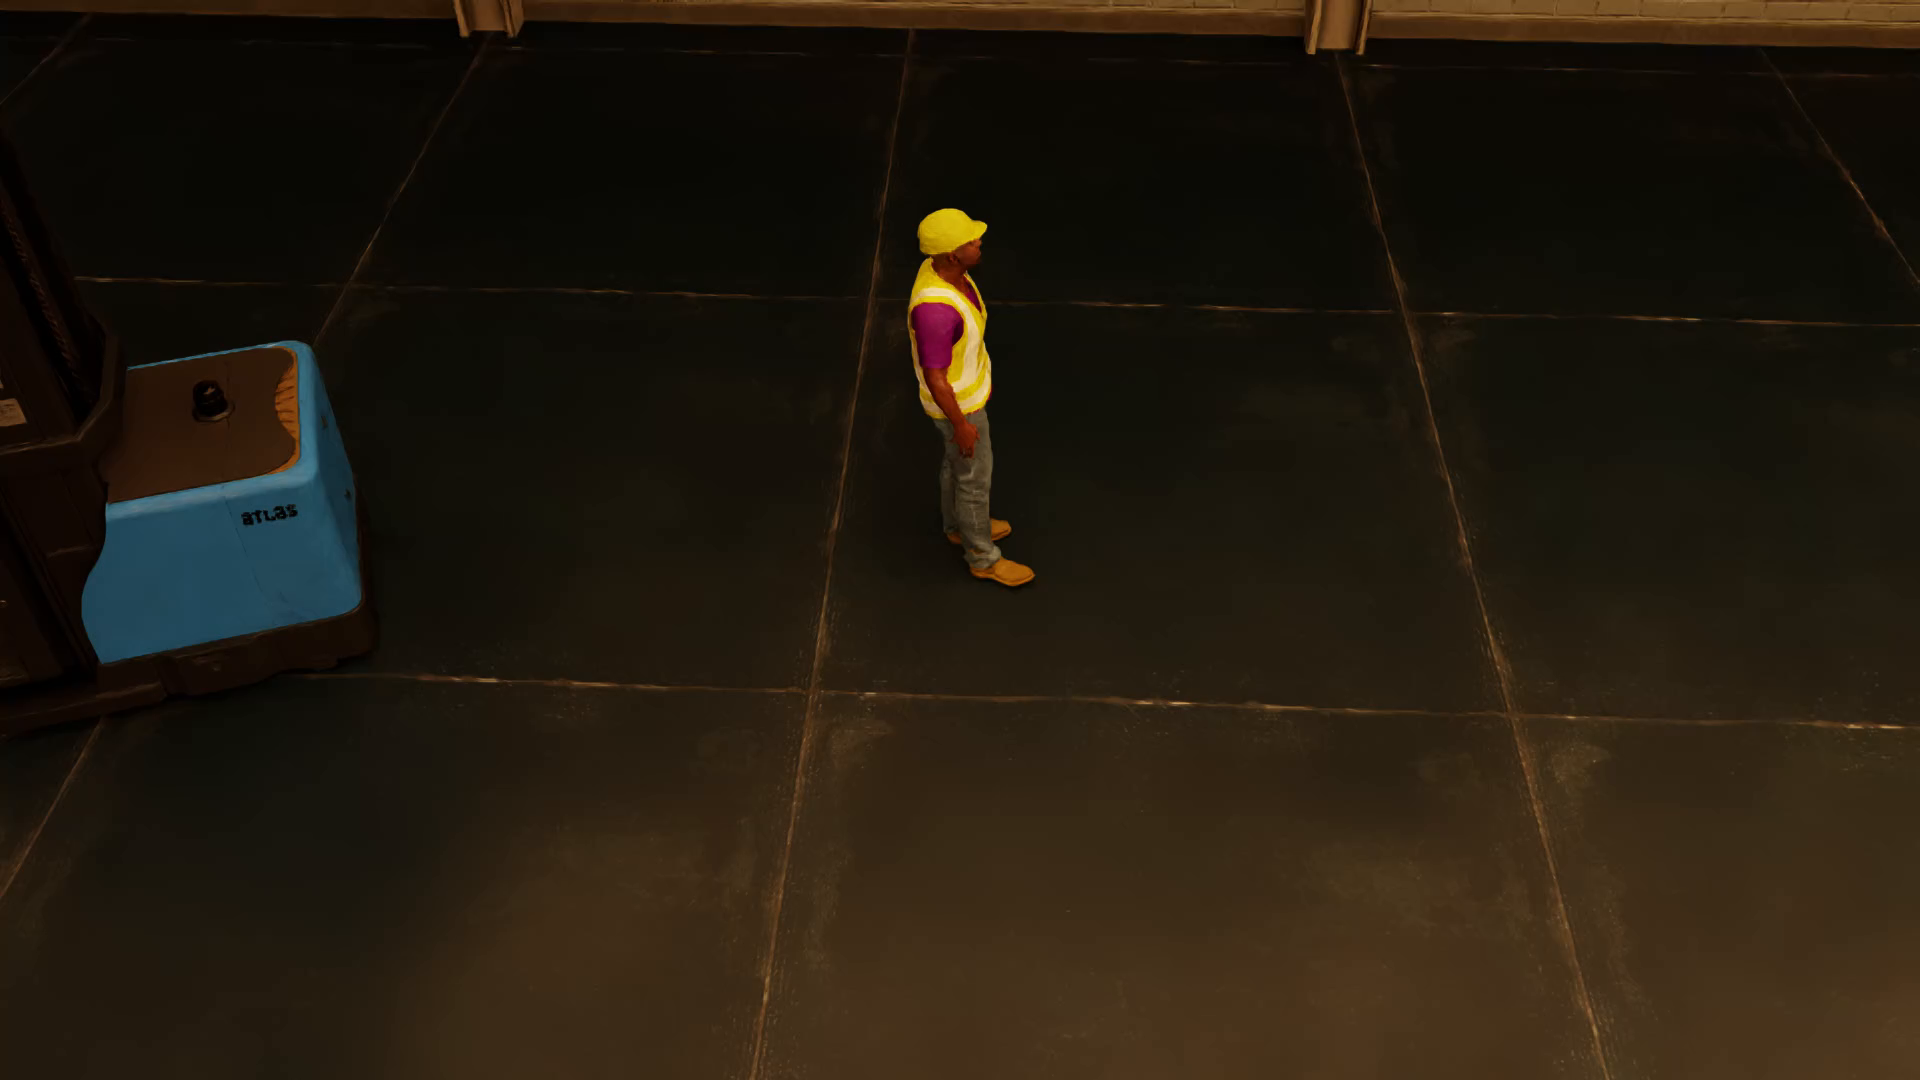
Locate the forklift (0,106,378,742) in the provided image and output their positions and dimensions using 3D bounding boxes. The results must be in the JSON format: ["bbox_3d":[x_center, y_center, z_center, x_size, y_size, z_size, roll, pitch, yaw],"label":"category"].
[{"bbox_3d":[-4.144,-0.577,6.374,3.031,2.935,1.130,-12,44,-13],"label":"forklift"}]

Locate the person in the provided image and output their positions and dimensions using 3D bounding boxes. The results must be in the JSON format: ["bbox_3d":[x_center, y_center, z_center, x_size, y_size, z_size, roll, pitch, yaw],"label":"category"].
[{"bbox_3d":[0.069,-0.652,7.310,0.576,1.766,0.665,2,42,2],"label":"person"}]
